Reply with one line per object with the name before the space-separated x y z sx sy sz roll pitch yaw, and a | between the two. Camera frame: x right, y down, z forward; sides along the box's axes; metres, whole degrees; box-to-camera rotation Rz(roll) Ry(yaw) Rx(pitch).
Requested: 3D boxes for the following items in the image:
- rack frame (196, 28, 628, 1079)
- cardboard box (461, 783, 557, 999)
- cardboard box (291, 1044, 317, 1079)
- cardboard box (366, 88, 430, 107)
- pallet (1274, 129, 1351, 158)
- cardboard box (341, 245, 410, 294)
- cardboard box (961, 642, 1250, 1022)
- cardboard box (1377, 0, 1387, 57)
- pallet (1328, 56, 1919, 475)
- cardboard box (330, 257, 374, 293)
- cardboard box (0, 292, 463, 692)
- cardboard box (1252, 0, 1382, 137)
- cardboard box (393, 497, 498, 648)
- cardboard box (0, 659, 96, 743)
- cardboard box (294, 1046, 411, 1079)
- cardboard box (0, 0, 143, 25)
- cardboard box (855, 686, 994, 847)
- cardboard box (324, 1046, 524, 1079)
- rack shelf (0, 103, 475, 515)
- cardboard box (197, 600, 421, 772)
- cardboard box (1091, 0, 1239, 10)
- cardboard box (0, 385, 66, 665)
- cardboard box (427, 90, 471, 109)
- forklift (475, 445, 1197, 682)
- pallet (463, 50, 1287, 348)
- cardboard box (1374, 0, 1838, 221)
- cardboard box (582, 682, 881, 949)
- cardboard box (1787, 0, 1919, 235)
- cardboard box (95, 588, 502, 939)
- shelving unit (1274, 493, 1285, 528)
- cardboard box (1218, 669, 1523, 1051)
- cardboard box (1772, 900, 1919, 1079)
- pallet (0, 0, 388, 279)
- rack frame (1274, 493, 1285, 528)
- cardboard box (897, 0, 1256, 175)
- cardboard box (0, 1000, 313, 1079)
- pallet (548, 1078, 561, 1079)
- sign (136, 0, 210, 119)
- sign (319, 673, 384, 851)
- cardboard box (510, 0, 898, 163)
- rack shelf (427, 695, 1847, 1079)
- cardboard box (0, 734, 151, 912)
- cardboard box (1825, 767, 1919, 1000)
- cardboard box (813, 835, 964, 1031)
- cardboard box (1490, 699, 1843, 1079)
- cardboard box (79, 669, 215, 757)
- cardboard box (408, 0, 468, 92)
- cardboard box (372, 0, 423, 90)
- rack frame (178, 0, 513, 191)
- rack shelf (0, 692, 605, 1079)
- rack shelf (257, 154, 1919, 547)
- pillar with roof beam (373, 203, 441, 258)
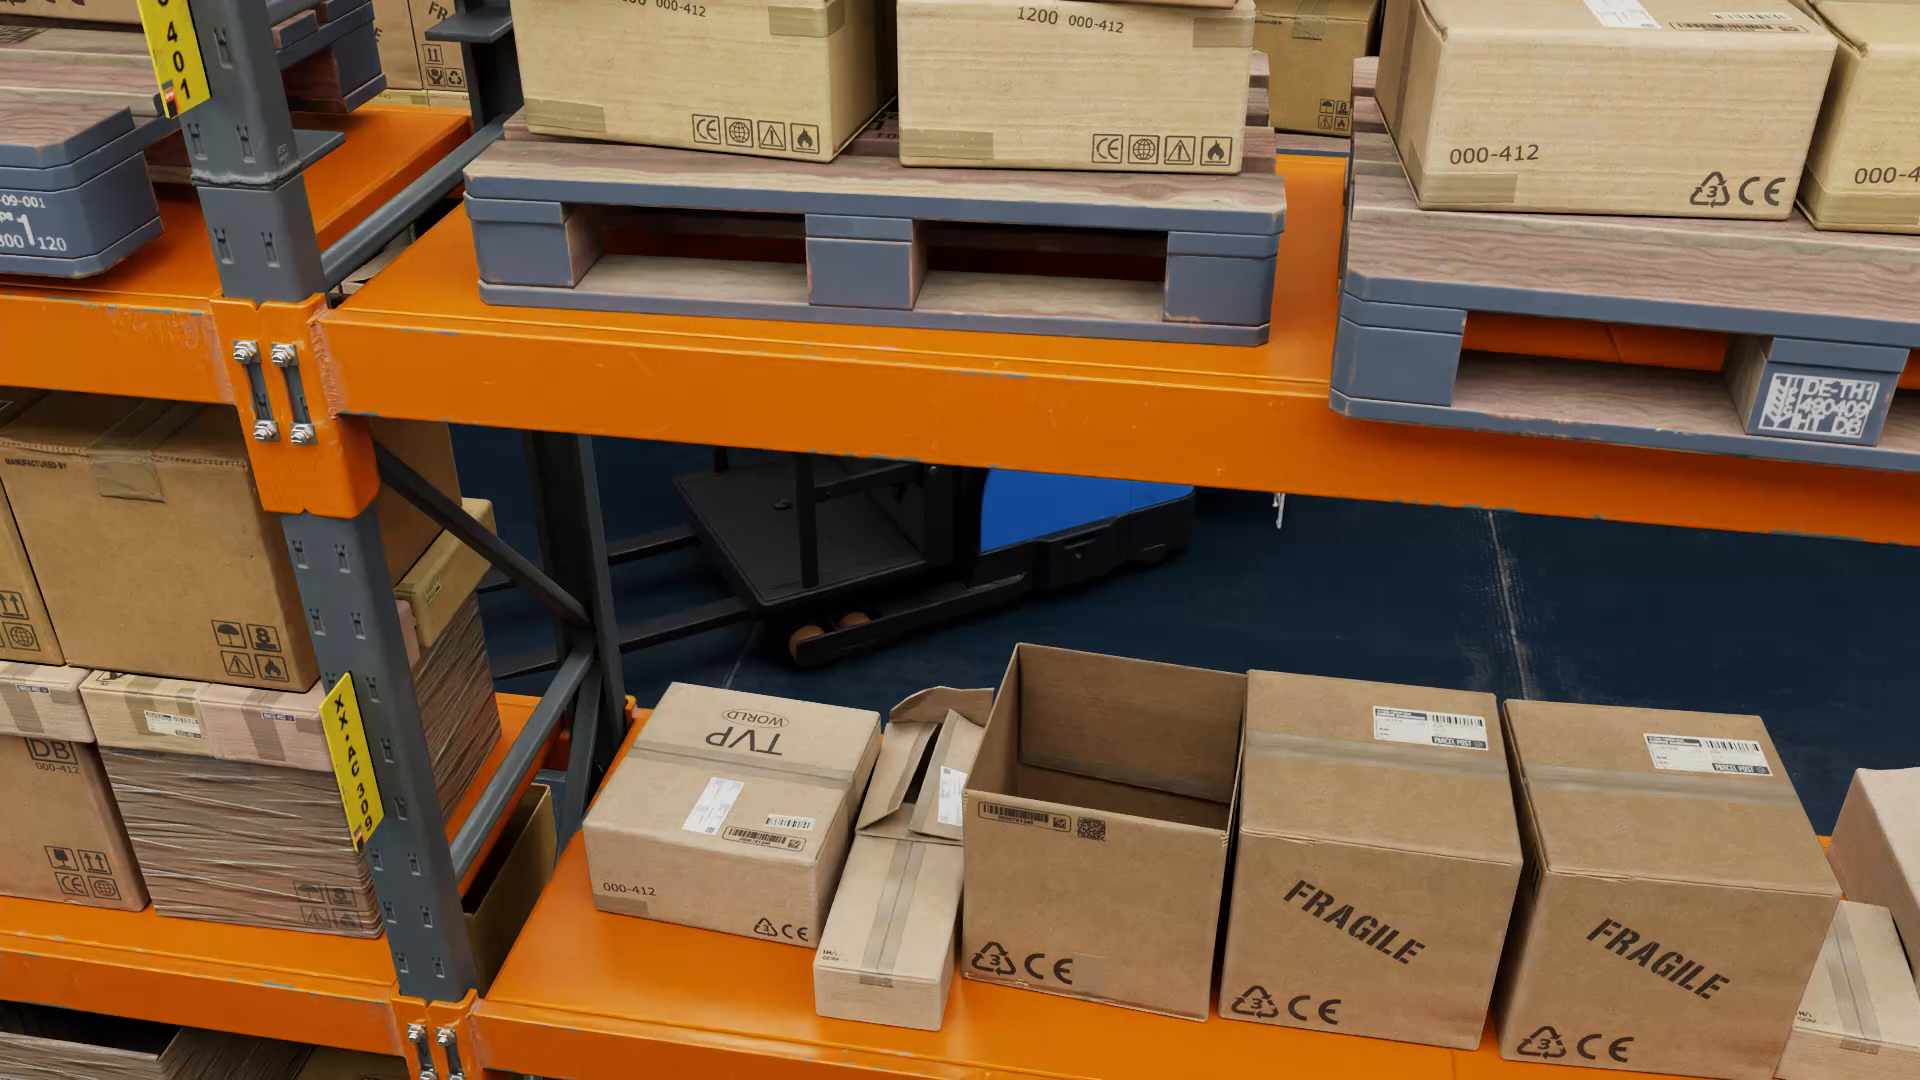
rack frame | -0.970 0.501 3.622 0.127 3.000 1.000 5 32 8
cardboard box | -1.374 0.966 4.369 0.500 0.500 0.500 5 32 8
cardboard box | -1.955 1.512 4.203 0.500 0.250 0.500 5 32 8
cardboard box | -2.640 -2.095 7.892 0.500 0.250 0.500 5 32 7
pallet | 1.845 -1.807 7.490 1.213 0.211 1.003 5 32 8
cardboard box | -2.854 -1.334 8.674 0.500 0.311 0.500 8 33 12
cardboard box | 0.304 0.583 3.397 0.500 0.500 0.500 7 33 12
cardboard box | 2.106 -2.098 7.266 0.500 0.500 0.700 5 32 8
pallet | 1.186 -0.445 2.485 1.213 0.211 1.003 7 33 10
cardboard box | -3.416 -1.385 8.755 0.500 0.311 0.500 2 32 3
cardboard box | -1.408 -0.127 3.309 0.500 0.500 0.700 5 32 8
cardboard box | 1.560 -2.159 7.364 0.500 0.500 0.700 10 33 15
cardboard box | -1.202 0.059 3.624 0.250 0.149 0.380 5 32 8
cardboard box | -1.776 0.226 3.355 0.250 0.149 0.380 4 32 7
cardboard box | -1.464 1.562 4.124 0.500 0.250 0.500 5 32 8
cardboard box | -1.422 -1.233 2.943 0.500 0.500 0.500 8 33 12
cardboard box | -0.072 0.541 3.686 0.258 0.266 0.396 4 32 7
cardboard box | -1.376 1.289 4.560 0.500 0.250 0.500 5 32 8
rack shelf | -2.941 -0.644 3.302 4.000 0.370 1.077 5 32 8
cardboard box | -1.274 0.272 3.283 0.250 0.149 0.380 5 32 8
cardboard box | 0.197 -1.088 2.373 0.500 0.500 0.500 8 33 13
cardboard box | -1.907 -0.172 3.380 0.500 0.500 0.700 5 32 8
cardboard box | -2.142 -2.049 7.818 0.500 0.250 0.500 5 32 9
forklift | -0.553 -1.063 6.186 3.031 2.935 1.130 -15 35 -22
pallet | -0.098 -0.617 2.762 1.217 0.209 0.805 4 32 6
cardboard box | 0.905 -0.682 2.431 0.500 0.250 0.500 3 32 4
cardboard box | -0.477 0.586 3.628 0.500 0.250 0.500 7 33 11
cardboard box | 1.435 -0.633 2.353 0.500 0.250 0.500 5 32 7
cardboard box | -1.408 0.422 3.654 0.500 0.500 0.700 4 32 7
shelving unit | 1.176 -0.636 7.136 0.503 1.200 0.258 3 32 5
cardboard box | 0.797 0.628 3.326 0.500 0.500 0.500 5 32 8
cardboard box | 1.707 0.880 3.253 0.250 0.149 0.380 8 33 12
pallet | -1.815 -0.795 2.950 1.213 0.211 1.003 5 32 8
rack frame | 1.418 -0.623 7.115 0.015 1.200 0.240 3 32 5
cardboard box | 0.178 -0.777 2.583 0.500 0.250 0.500 2 32 3
cardboard box | -1.955 1.193 4.006 0.500 0.500 0.500 5 32 8
pallet | -1.747 1.590 4.510 1.213 0.211 1.003 5 32 8
sign | -1.062 -0.733 2.204 0.005 0.325 0.100 5 32 8
sign | -1.062 0.391 2.907 0.005 0.325 0.100 5 32 8
cardboard box | -0.364 -0.825 2.659 0.500 0.250 0.500 8 33 13
rack shelf | 1.002 0.985 3.528 4.000 0.370 1.077 5 32 8
cardboard box | -1.929 0.379 3.723 0.500 0.500 0.700 5 32 8
cardboard box | 2.124 0.715 3.365 0.500 0.311 0.500 5 32 8
cardboard box | -0.131 0.794 3.392 0.250 0.149 0.380 5 32 8
cardboard box | 1.316 0.675 3.251 0.500 0.500 0.500 3 32 6
cardboard box | -1.517 0.249 3.320 0.250 0.149 0.380 5 32 7
cardboard box | -2.159 -2.371 7.627 0.500 0.500 0.500 6 33 10
cardboard box | -2.669 -2.411 7.691 0.500 0.500 0.500 4 32 7
rack frame | -0.970 -2.042 2.030 0.127 3.000 1.000 5 32 8
rack shelf | -2.941 0.628 4.098 4.000 0.370 1.077 5 32 8
rack shelf | 1.002 -0.287 2.732 4.000 0.370 1.077 5 32 8
pillar with roof beam | -3.972 -3.128 3.766 0.400 9.000 9.100 5 32 8
